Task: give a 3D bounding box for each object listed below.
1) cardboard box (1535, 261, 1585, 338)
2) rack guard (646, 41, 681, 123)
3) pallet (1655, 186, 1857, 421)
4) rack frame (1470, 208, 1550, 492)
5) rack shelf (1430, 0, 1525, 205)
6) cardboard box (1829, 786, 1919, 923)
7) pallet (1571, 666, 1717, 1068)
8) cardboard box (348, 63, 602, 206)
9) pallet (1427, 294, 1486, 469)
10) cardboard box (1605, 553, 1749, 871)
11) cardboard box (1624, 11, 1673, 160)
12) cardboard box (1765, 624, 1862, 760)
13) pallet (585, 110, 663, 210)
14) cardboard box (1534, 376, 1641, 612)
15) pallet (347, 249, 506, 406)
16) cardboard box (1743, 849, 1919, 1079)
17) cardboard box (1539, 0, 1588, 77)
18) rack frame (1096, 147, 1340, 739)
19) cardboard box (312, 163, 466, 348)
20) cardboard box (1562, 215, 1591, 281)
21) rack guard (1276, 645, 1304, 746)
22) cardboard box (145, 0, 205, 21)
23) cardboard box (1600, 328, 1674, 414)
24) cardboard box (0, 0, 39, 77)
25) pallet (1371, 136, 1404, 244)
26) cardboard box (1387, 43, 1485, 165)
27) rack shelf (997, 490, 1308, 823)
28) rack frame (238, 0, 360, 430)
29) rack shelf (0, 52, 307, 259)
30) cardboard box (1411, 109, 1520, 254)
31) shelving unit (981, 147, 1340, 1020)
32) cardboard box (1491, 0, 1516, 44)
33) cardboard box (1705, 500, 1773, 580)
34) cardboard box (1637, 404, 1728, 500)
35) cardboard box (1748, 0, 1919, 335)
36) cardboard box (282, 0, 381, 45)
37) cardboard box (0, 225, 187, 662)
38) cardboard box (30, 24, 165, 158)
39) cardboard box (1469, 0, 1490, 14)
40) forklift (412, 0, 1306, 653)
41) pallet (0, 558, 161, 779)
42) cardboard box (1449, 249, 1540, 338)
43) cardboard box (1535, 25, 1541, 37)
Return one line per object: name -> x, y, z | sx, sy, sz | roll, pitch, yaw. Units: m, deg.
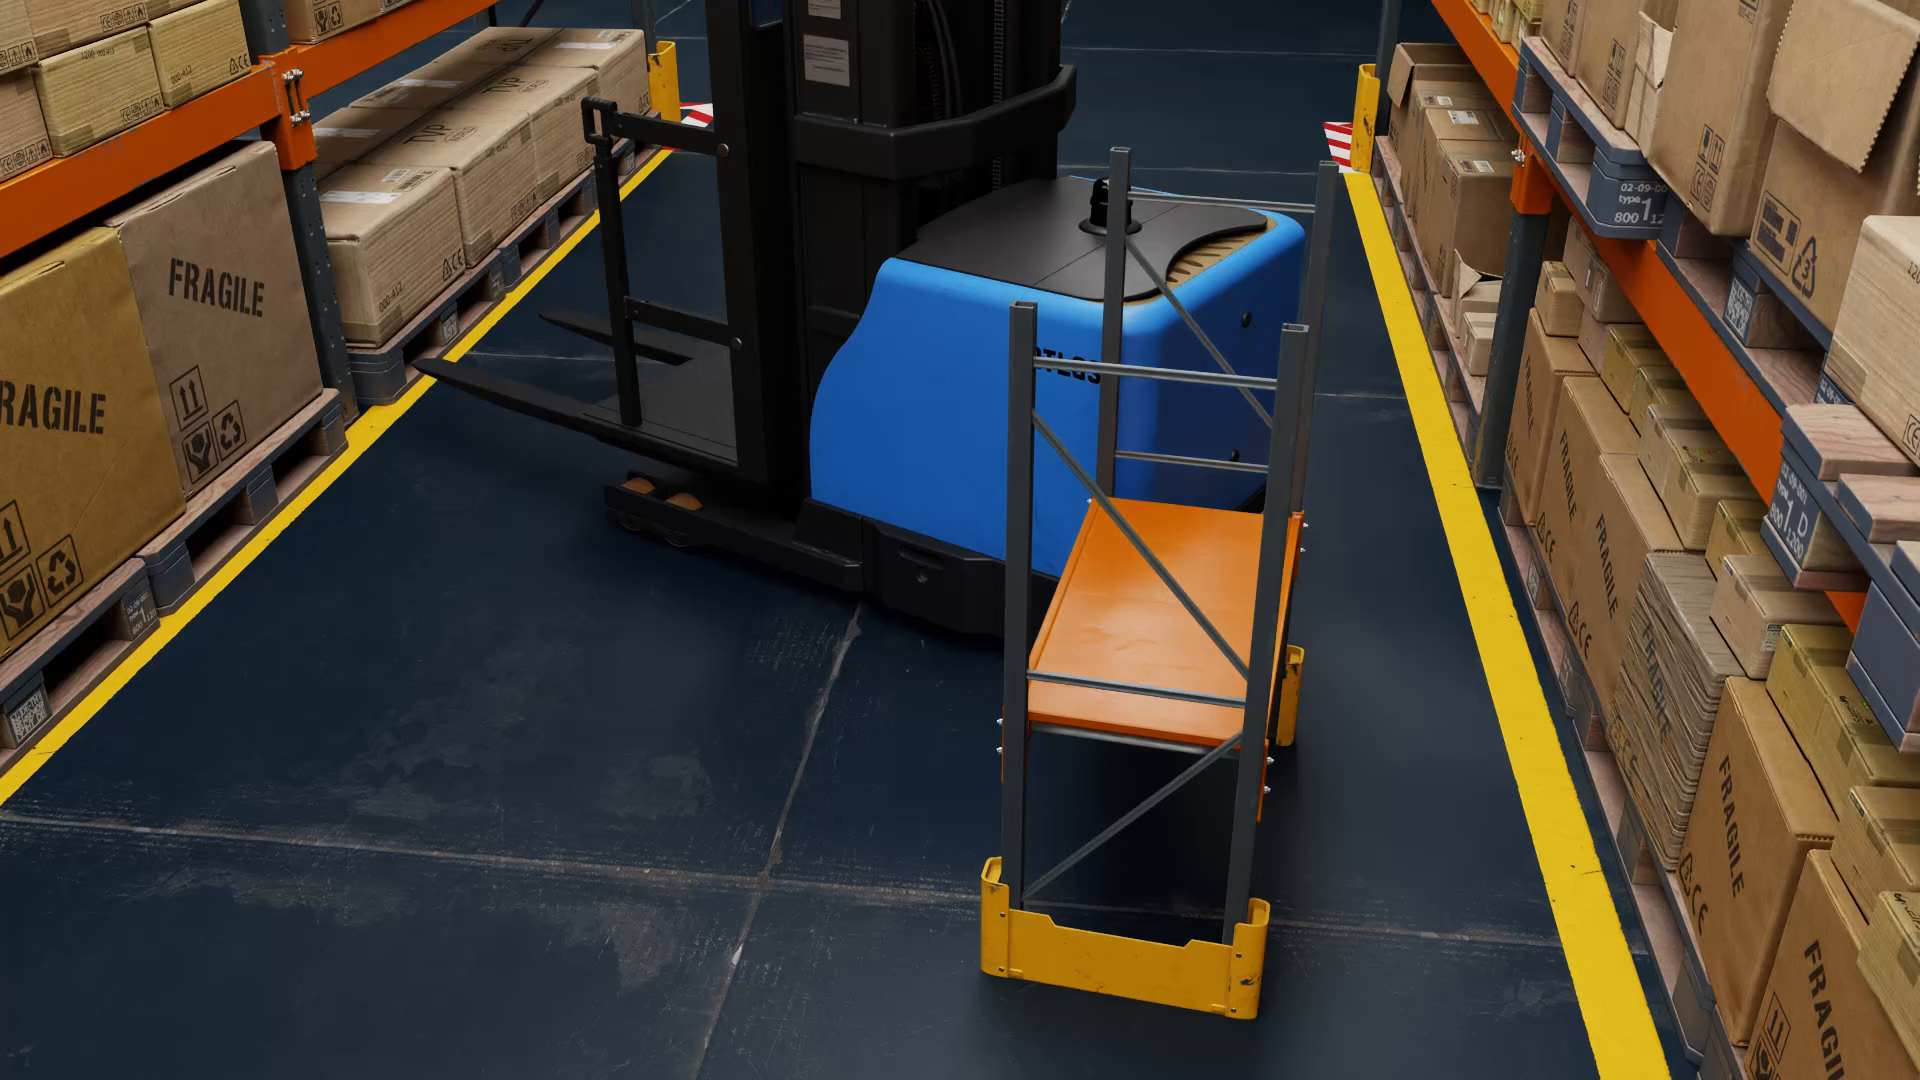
cardboard box -> 1.919, -0.703, 4.901 | 0.380, 0.149, 0.250 | 5, 29, 9
rack guard -> -2.206, -2.567, 9.487 | 1.175, 0.500, 0.348 | 3, 28, 6
pallet -> 1.971, -0.434, 3.096 | 1.003, 0.211, 1.213 | 3, 28, 6
rack frame -> 2.227, -1.486, 4.846 | 1.000, 3.000, 0.127 | 3, 28, 6
rack shelf -> 2.472, -2.111, 6.764 | 1.077, 0.370, 4.000 | 3, 28, 6
cardboard box -> 1.625, 0.528, 2.616 | 0.380, 0.149, 0.250 | 2, 28, 5
pallet -> 2.018, 0.702, 3.724 | 1.003, 0.211, 1.213 | 3, 28, 6
cardboard box -> -2.295, -1.965, 7.993 | 0.875, 0.438, 0.875 | 4, 29, 8
pallet -> 2.312, -0.582, 6.107 | 1.003, 0.211, 1.213 | 3, 28, 6
cardboard box -> 1.754, 0.374, 3.586 | 0.500, 0.500, 0.500 | 2, 28, 4
cardboard box -> 1.676, -0.980, 3.606 | 0.396, 0.266, 0.258 | 5, 29, 9
cardboard box -> 1.732, 0.289, 3.060 | 0.380, 0.149, 0.250 | 3, 28, 5
pallet -> -2.230, -2.047, 8.827 | 1.003, 0.211, 1.213 | 3, 28, 6
cardboard box -> 1.889, -0.105, 4.475 | 0.500, 0.500, 0.500 | 3, 28, 6
pallet -> -2.529, -0.899, 6.695 | 1.003, 0.211, 1.213 | 3, 28, 6
cardboard box -> 1.647, 0.866, 2.673 | 0.500, 0.500, 0.500 | 3, 28, 5
cardboard box -> 1.946, -1.500, 4.324 | 0.700, 0.500, 0.500 | 4, 29, 7
rack frame -> 0.579, -0.183, 4.009 | 0.500, 1.500, 0.032 | 7, 29, 12
cardboard box -> -2.516, -1.119, 6.423 | 0.875, 0.438, 0.875 | 3, 28, 5
cardboard box -> 1.979, -0.830, 4.824 | 0.380, 0.149, 0.250 | 3, 28, 5
rack guard -> 0.579, 0.368, 4.304 | 0.587, 0.250, 0.087 | 7, 29, 12
cardboard box -> -2.512, -1.705, 4.884 | 0.500, 0.250, 0.500 | 3, 28, 6
cardboard box -> 1.942, -0.446, 4.425 | 0.380, 0.149, 0.250 | 2, 28, 4
cardboard box -> -2.624, -1.225, 3.993 | 0.500, 0.250, 0.500 | 4, 29, 7
pallet -> 2.611, -1.730, 8.239 | 1.003, 0.211, 1.213 | 3, 28, 6
cardboard box -> 2.548, -2.172, 8.309 | 0.797, 0.503, 0.637 | 2, 28, 4
rack shelf -> 0.455, 0.209, 3.660 | 0.538, 0.185, 1.000 | 7, 29, 12
rack frame -> -2.700, -1.773, 5.378 | 1.000, 3.000, 0.127 | 3, 28, 6
rack shelf -> -2.945, -0.515, 3.801 | 1.077, 0.370, 4.000 | 3, 28, 6
cardboard box -> 2.241, -1.528, 7.116 | 0.500, 0.500, 0.500 | 4, 29, 7
shelving unit -> 0.457, 0.046, 3.583 | 0.587, 1.500, 1.083 | 7, 29, 12
cardboard box -> 2.034, -1.788, 5.671 | 0.380, 0.149, 0.250 | 4, 29, 8
cardboard box -> 1.817, 0.044, 3.514 | 0.380, 0.149, 0.250 | 3, 29, 6
cardboard box -> 1.854, -0.201, 3.970 | 0.380, 0.149, 0.250 | 3, 28, 6
cardboard box -> 1.754, -0.613, 2.673 | 0.797, 0.503, 0.637 | 3, 28, 5
cardboard box -> -2.382, -2.023, 5.736 | 0.500, 0.500, 0.500 | 4, 29, 8
cardboard box -> -2.799, -0.300, 4.442 | 0.875, 0.875, 0.875 | 4, 29, 8
cardboard box -> -2.568, -1.241, 4.550 | 0.500, 0.250, 0.500 | 3, 28, 5
cardboard box -> 2.096, -2.032, 6.123 | 0.380, 0.149, 0.250 | 3, 28, 5
forklift -> -0.521, -1.456, 4.863 | 3.031, 2.935, 1.130 | 18, 33, 29
pallet -> -2.866, 0.398, 4.288 | 1.003, 0.211, 1.213 | 3, 28, 6
cardboard box -> 2.048, -0.915, 6.225 | 0.396, 0.266, 0.258 | 4, 29, 8
cardboard box -> 2.016, -1.540, 5.211 | 0.380, 0.149, 0.250 | 4, 29, 7
